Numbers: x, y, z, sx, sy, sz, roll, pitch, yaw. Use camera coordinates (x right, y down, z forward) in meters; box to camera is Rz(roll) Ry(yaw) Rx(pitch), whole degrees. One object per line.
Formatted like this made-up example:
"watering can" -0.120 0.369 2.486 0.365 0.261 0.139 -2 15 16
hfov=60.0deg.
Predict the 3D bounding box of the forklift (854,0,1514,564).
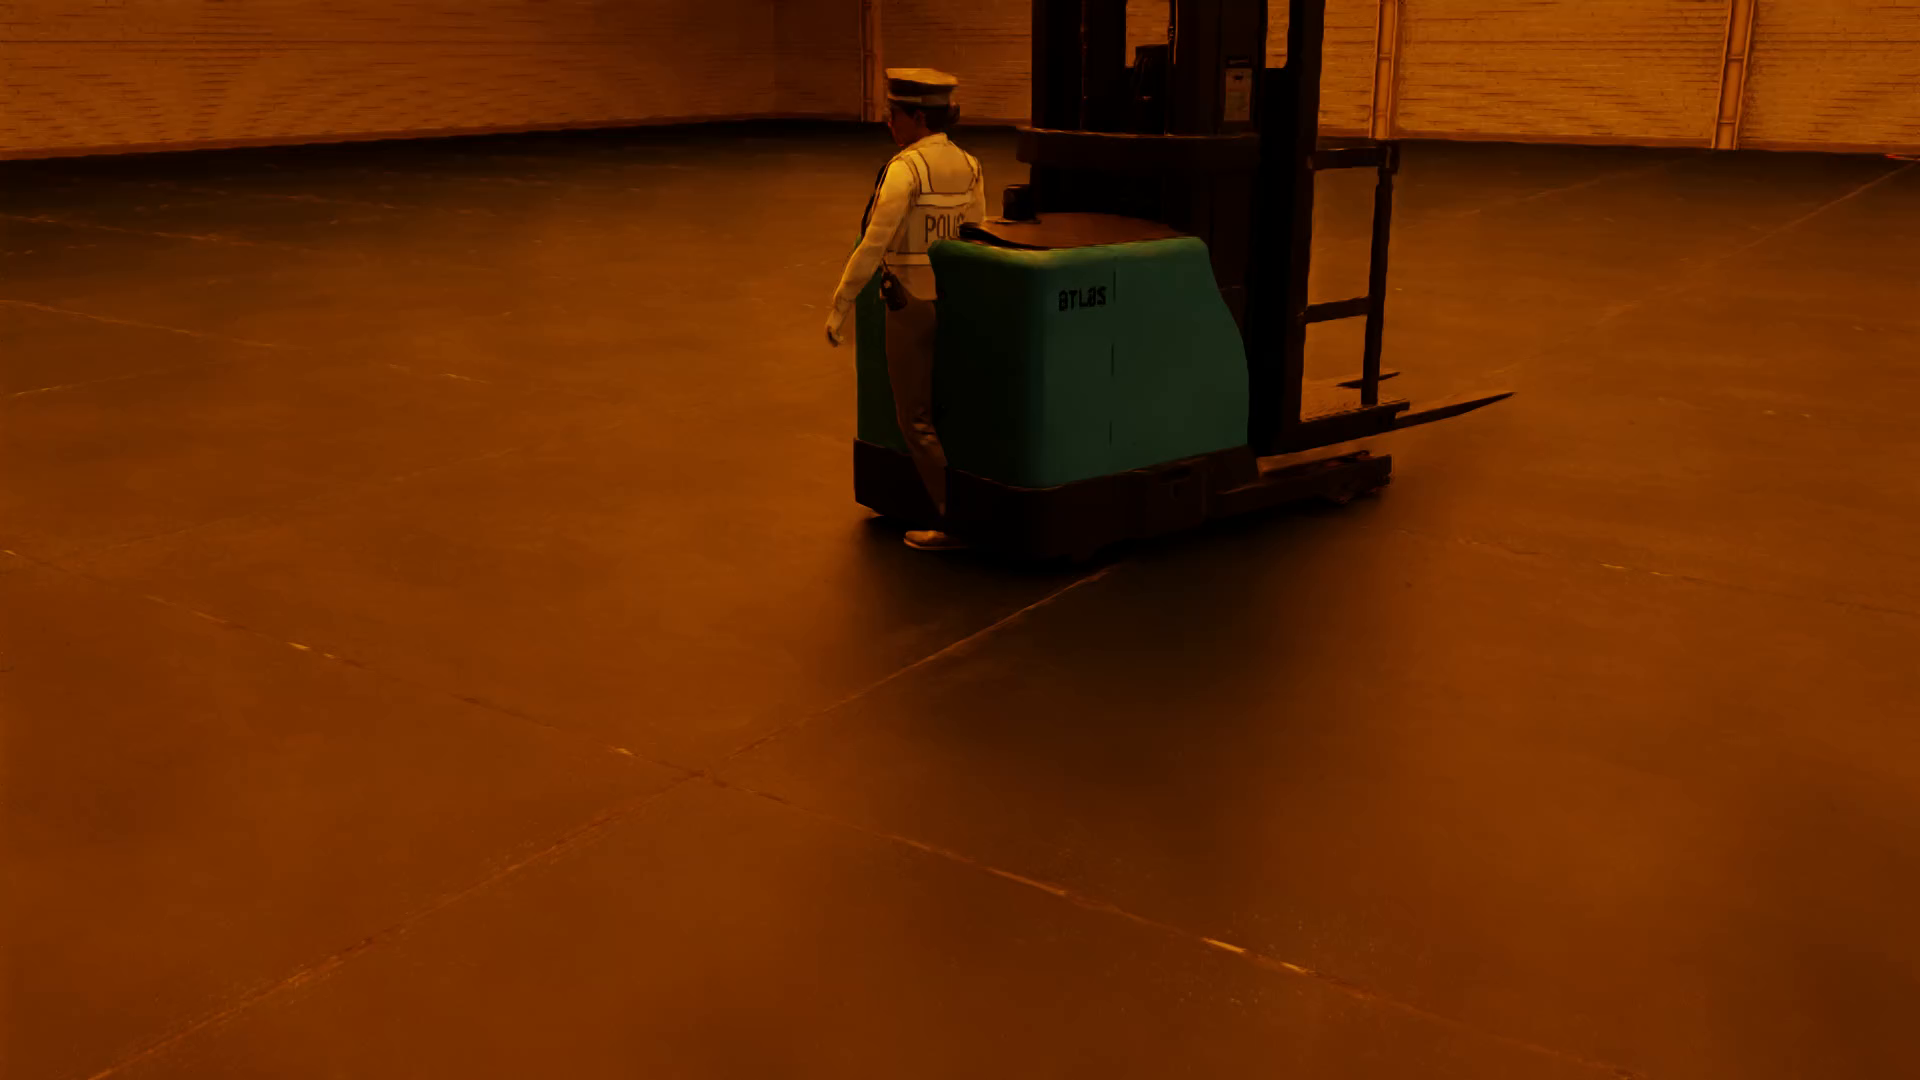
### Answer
"forklift" 1.070 -1.648 6.345 3.031 2.935 1.130 -13 21 -37

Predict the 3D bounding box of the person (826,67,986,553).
"person" -0.168 -0.800 5.795 0.655 1.630 0.596 10 19 30
